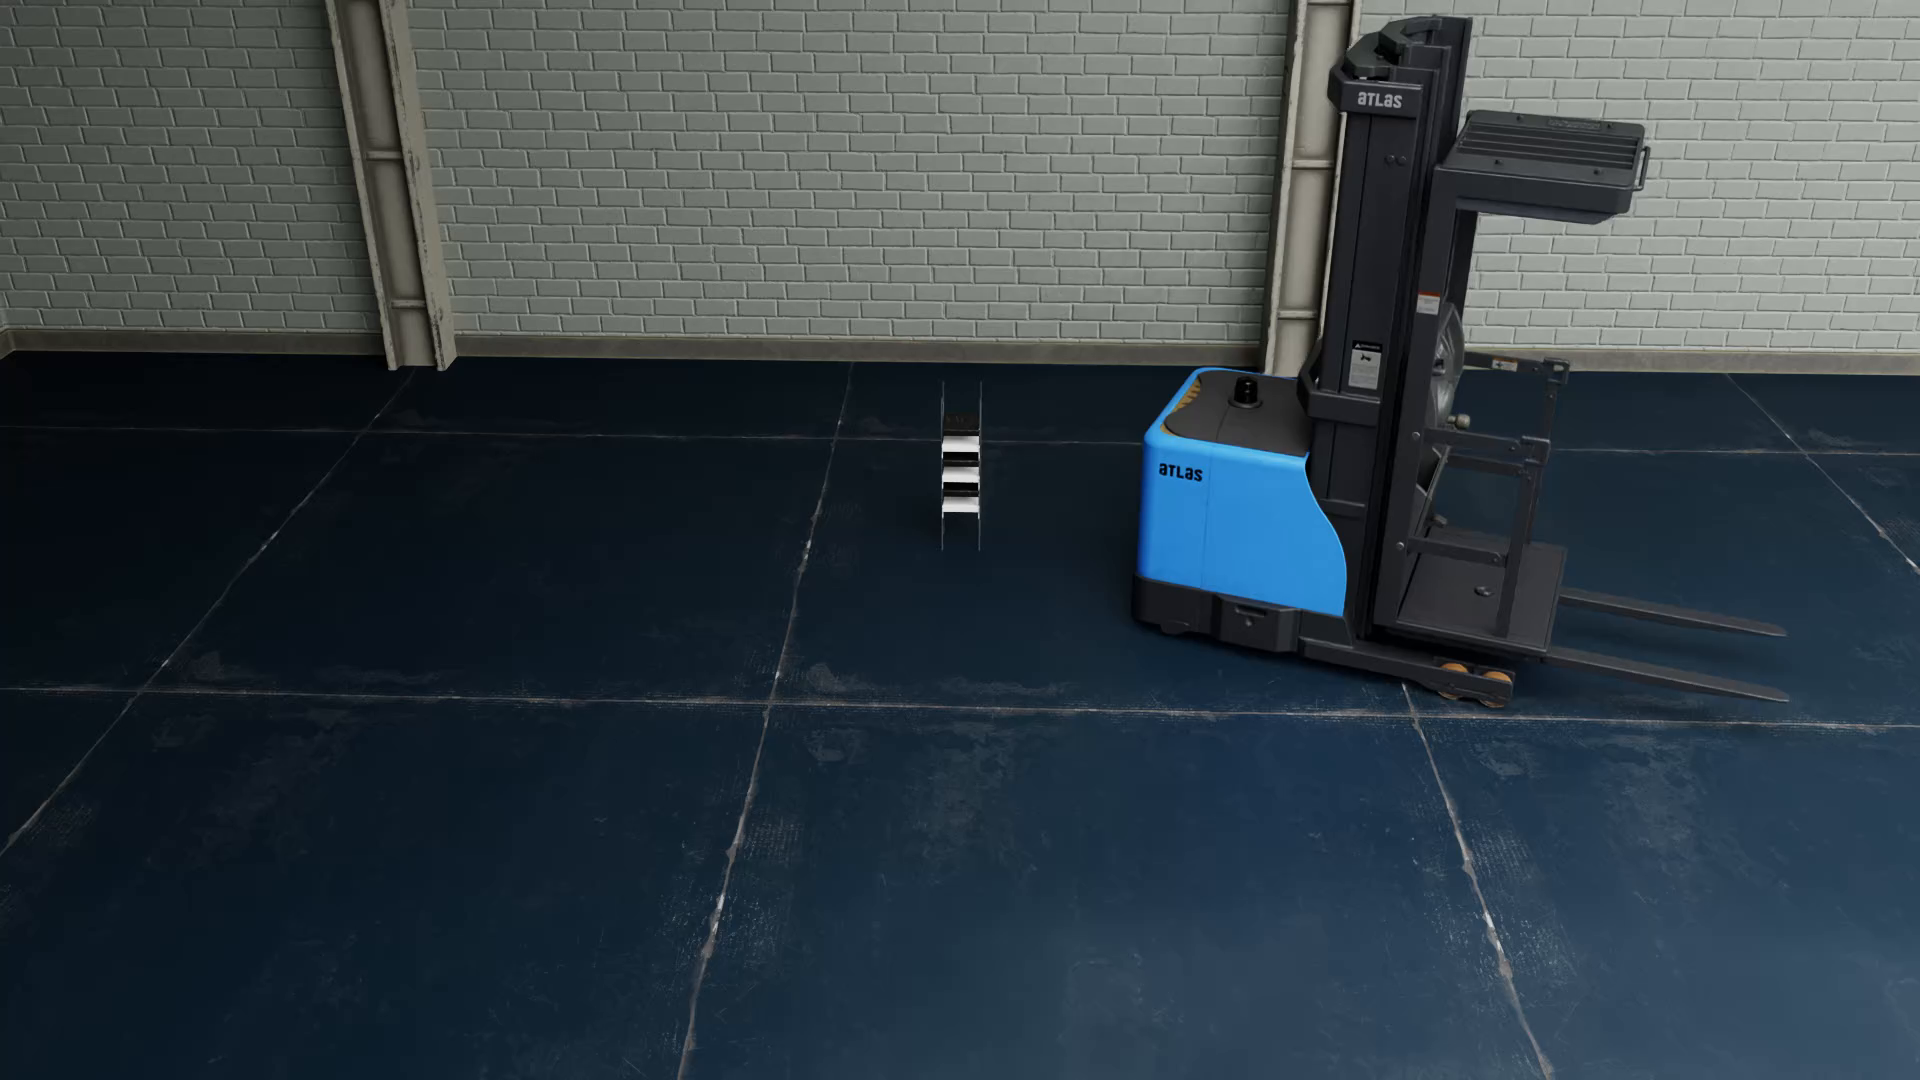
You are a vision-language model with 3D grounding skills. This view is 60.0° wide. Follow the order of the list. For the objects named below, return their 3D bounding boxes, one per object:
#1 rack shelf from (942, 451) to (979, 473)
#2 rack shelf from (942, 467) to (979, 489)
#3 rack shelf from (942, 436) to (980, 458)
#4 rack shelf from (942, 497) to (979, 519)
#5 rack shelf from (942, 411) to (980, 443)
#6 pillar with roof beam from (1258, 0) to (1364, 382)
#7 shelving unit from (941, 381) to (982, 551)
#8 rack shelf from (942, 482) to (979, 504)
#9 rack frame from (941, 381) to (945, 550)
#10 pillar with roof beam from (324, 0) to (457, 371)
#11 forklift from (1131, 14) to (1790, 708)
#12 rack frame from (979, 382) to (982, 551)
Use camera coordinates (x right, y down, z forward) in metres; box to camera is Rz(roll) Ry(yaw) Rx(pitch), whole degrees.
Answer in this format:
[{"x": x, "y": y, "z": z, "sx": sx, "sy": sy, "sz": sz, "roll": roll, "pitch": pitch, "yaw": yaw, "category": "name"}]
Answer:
[{"x": 0.008, "y": -0.448, "z": 9.012, "sx": 0.200, "sy": 0.077, "sz": 0.258, "roll": 1, "pitch": 28, "yaw": 2, "category": "rack shelf"}, {"x": 0.008, "y": -0.368, "z": 9.055, "sx": 0.200, "sy": 0.077, "sz": 0.258, "roll": 1, "pitch": 28, "yaw": 2, "category": "rack shelf"}, {"x": 0.008, "y": -0.527, "z": 8.970, "sx": 0.200, "sy": 0.077, "sz": 0.258, "roll": 1, "pitch": 28, "yaw": 2, "category": "rack shelf"}, {"x": 0.008, "y": -0.209, "z": 9.139, "sx": 0.200, "sy": 0.077, "sz": 0.258, "roll": 1, "pitch": 28, "yaw": 2, "category": "rack shelf"}, {"x": 0.008, "y": -0.607, "z": 8.928, "sx": 0.200, "sy": 0.077, "sz": 0.258, "roll": 1, "pitch": 28, "yaw": 2, "category": "rack shelf"}, {"x": 2.105, "y": -3.102, "z": 5.493, "sx": 0.400, "sy": 9.000, "sz": 9.100, "roll": 1, "pitch": 28, "yaw": 2, "category": "pillar with roof beam"}, {"x": 0.008, "y": -0.397, "z": 9.039, "sx": 0.210, "sy": 0.900, "sz": 0.258, "roll": 1, "pitch": 28, "yaw": 2, "category": "shelving unit"}, {"x": 0.008, "y": -0.288, "z": 9.097, "sx": 0.200, "sy": 0.077, "sz": 0.258, "roll": 1, "pitch": 28, "yaw": 2, "category": "rack shelf"}, {"x": -0.094, "y": -0.399, "z": 9.042, "sx": 0.006, "sy": 0.900, "sz": 0.240, "roll": 1, "pitch": 28, "yaw": 2, "category": "rack frame"}, {"x": -3.892, "y": -3.201, "z": 5.680, "sx": 0.400, "sy": 9.000, "sz": 9.100, "roll": 1, "pitch": 28, "yaw": 2, "category": "pillar with roof beam"}, {"x": 2.431, "y": -0.795, "z": 7.620, "sx": 3.031, "sy": 2.935, "sz": 1.130, "roll": 11, "pitch": 30, "yaw": 20, "category": "forklift"}, {"x": 0.110, "y": -0.396, "z": 9.036, "sx": 0.006, "sy": 0.900, "sz": 0.240, "roll": 1, "pitch": 28, "yaw": 2, "category": "rack frame"}]
